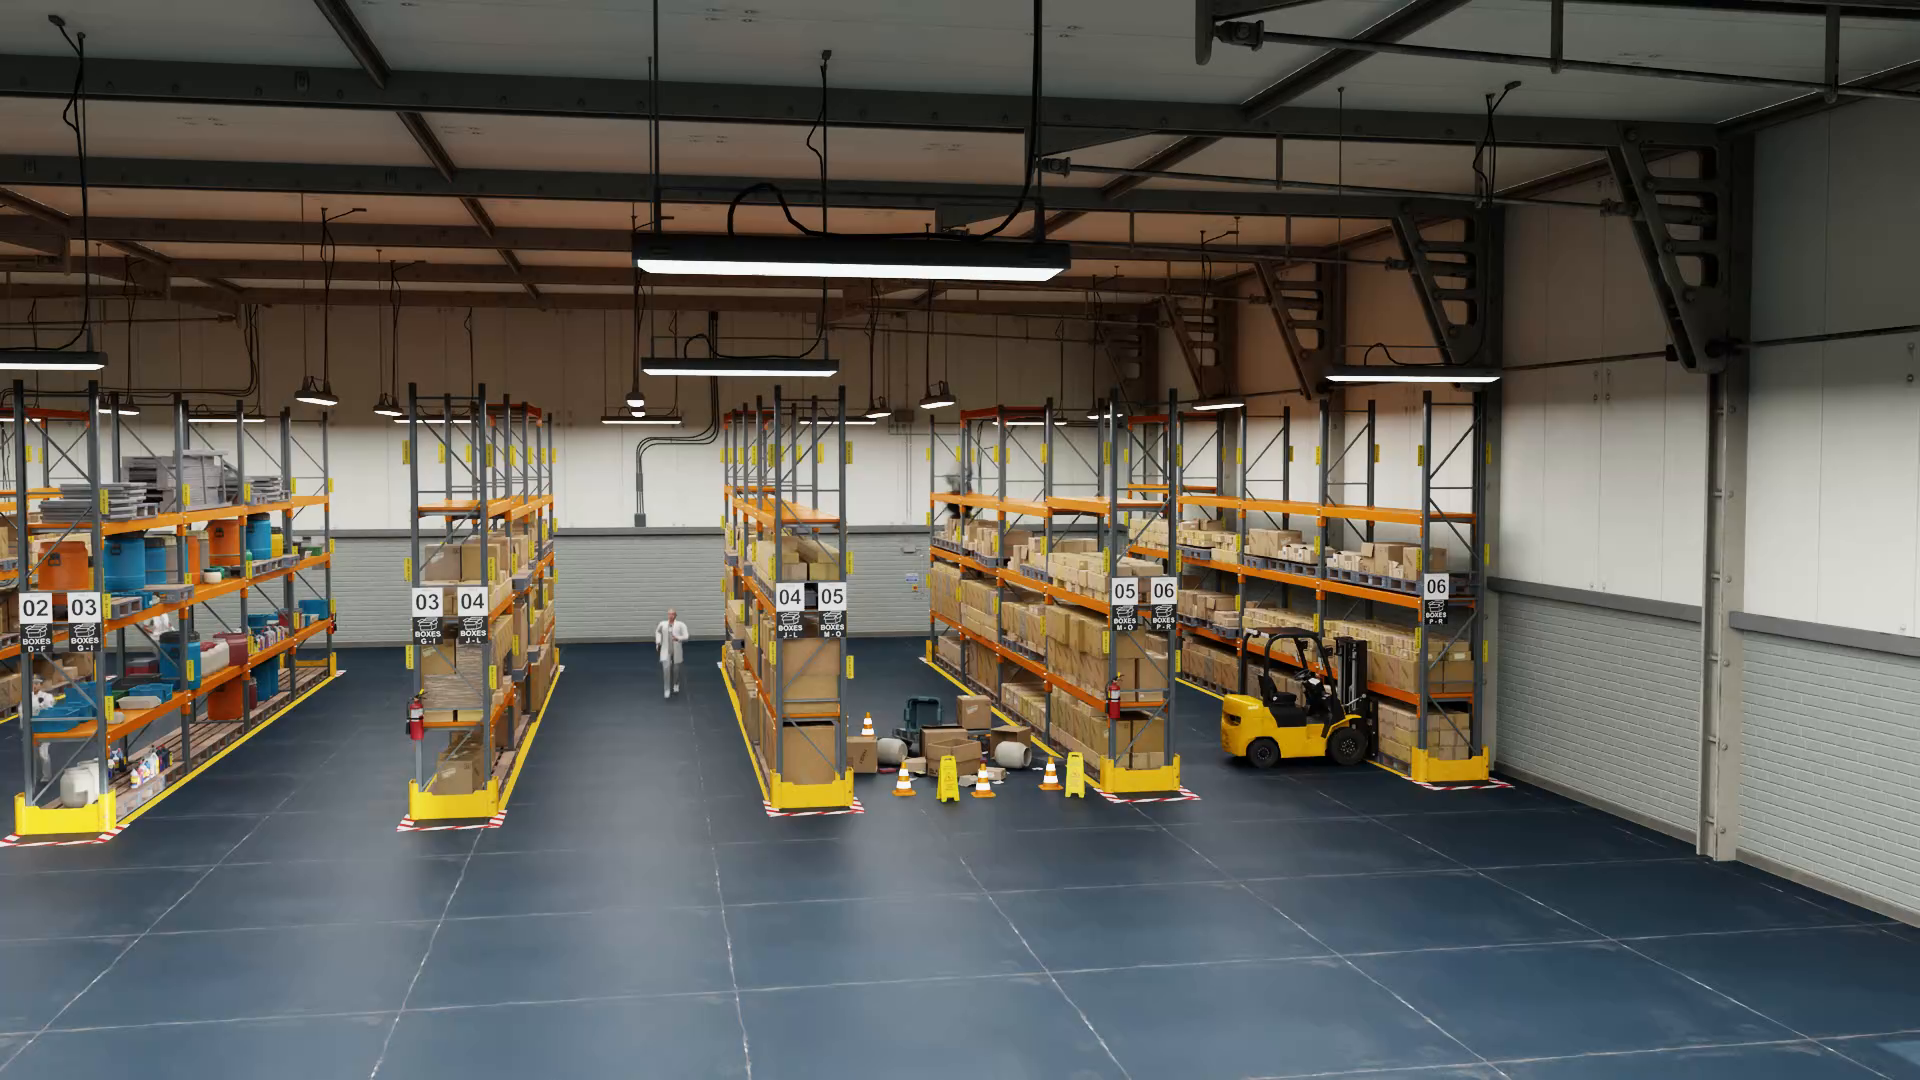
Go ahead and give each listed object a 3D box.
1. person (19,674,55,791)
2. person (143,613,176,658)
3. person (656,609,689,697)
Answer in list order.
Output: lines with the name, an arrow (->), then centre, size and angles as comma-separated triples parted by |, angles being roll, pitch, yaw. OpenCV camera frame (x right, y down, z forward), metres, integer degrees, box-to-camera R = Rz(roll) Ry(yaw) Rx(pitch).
person -> -13.935, 2.893, 25.093 | 0.595, 1.749, 0.688 | -1, 3, -13
person -> -18.046, 2.242, 37.442 | 0.849, 1.791, 0.755 | 3, 4, 43
person -> -6.006, 2.333, 34.647 | 0.708, 1.768, 1.030 | 0, 3, -4
